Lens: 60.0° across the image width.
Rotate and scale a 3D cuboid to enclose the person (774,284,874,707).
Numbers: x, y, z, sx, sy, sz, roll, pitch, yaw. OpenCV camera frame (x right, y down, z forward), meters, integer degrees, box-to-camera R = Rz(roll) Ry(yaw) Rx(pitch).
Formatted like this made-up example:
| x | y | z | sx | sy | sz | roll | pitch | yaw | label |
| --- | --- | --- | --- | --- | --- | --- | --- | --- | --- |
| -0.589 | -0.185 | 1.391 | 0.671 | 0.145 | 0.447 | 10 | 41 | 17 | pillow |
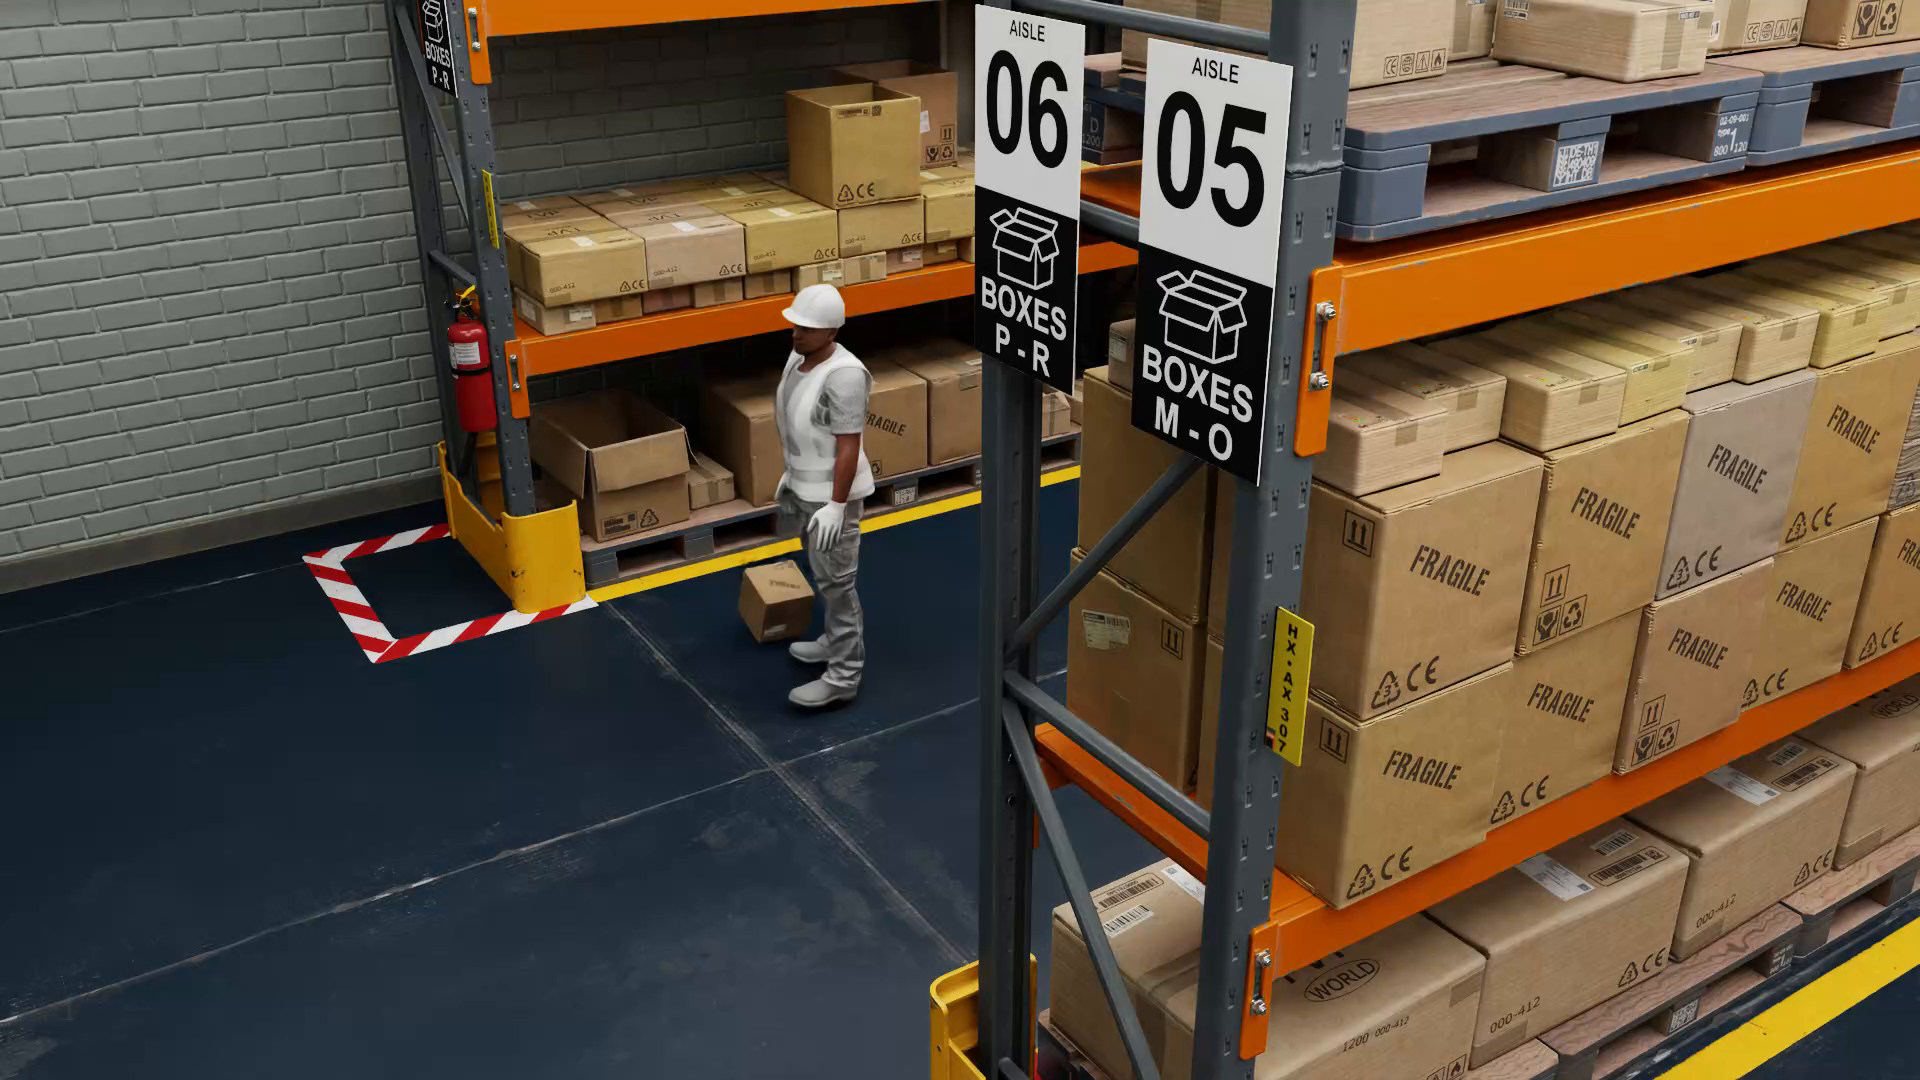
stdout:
| x | y | z | sx | sy | sz | roll | pitch | yaw | label |
| --- | --- | --- | --- | --- | --- | --- | --- | --- | --- |
| -0.594 | -0.184 | 6.914 | 0.436 | 1.781 | 0.634 | -11 | 27 | -22 | person |
